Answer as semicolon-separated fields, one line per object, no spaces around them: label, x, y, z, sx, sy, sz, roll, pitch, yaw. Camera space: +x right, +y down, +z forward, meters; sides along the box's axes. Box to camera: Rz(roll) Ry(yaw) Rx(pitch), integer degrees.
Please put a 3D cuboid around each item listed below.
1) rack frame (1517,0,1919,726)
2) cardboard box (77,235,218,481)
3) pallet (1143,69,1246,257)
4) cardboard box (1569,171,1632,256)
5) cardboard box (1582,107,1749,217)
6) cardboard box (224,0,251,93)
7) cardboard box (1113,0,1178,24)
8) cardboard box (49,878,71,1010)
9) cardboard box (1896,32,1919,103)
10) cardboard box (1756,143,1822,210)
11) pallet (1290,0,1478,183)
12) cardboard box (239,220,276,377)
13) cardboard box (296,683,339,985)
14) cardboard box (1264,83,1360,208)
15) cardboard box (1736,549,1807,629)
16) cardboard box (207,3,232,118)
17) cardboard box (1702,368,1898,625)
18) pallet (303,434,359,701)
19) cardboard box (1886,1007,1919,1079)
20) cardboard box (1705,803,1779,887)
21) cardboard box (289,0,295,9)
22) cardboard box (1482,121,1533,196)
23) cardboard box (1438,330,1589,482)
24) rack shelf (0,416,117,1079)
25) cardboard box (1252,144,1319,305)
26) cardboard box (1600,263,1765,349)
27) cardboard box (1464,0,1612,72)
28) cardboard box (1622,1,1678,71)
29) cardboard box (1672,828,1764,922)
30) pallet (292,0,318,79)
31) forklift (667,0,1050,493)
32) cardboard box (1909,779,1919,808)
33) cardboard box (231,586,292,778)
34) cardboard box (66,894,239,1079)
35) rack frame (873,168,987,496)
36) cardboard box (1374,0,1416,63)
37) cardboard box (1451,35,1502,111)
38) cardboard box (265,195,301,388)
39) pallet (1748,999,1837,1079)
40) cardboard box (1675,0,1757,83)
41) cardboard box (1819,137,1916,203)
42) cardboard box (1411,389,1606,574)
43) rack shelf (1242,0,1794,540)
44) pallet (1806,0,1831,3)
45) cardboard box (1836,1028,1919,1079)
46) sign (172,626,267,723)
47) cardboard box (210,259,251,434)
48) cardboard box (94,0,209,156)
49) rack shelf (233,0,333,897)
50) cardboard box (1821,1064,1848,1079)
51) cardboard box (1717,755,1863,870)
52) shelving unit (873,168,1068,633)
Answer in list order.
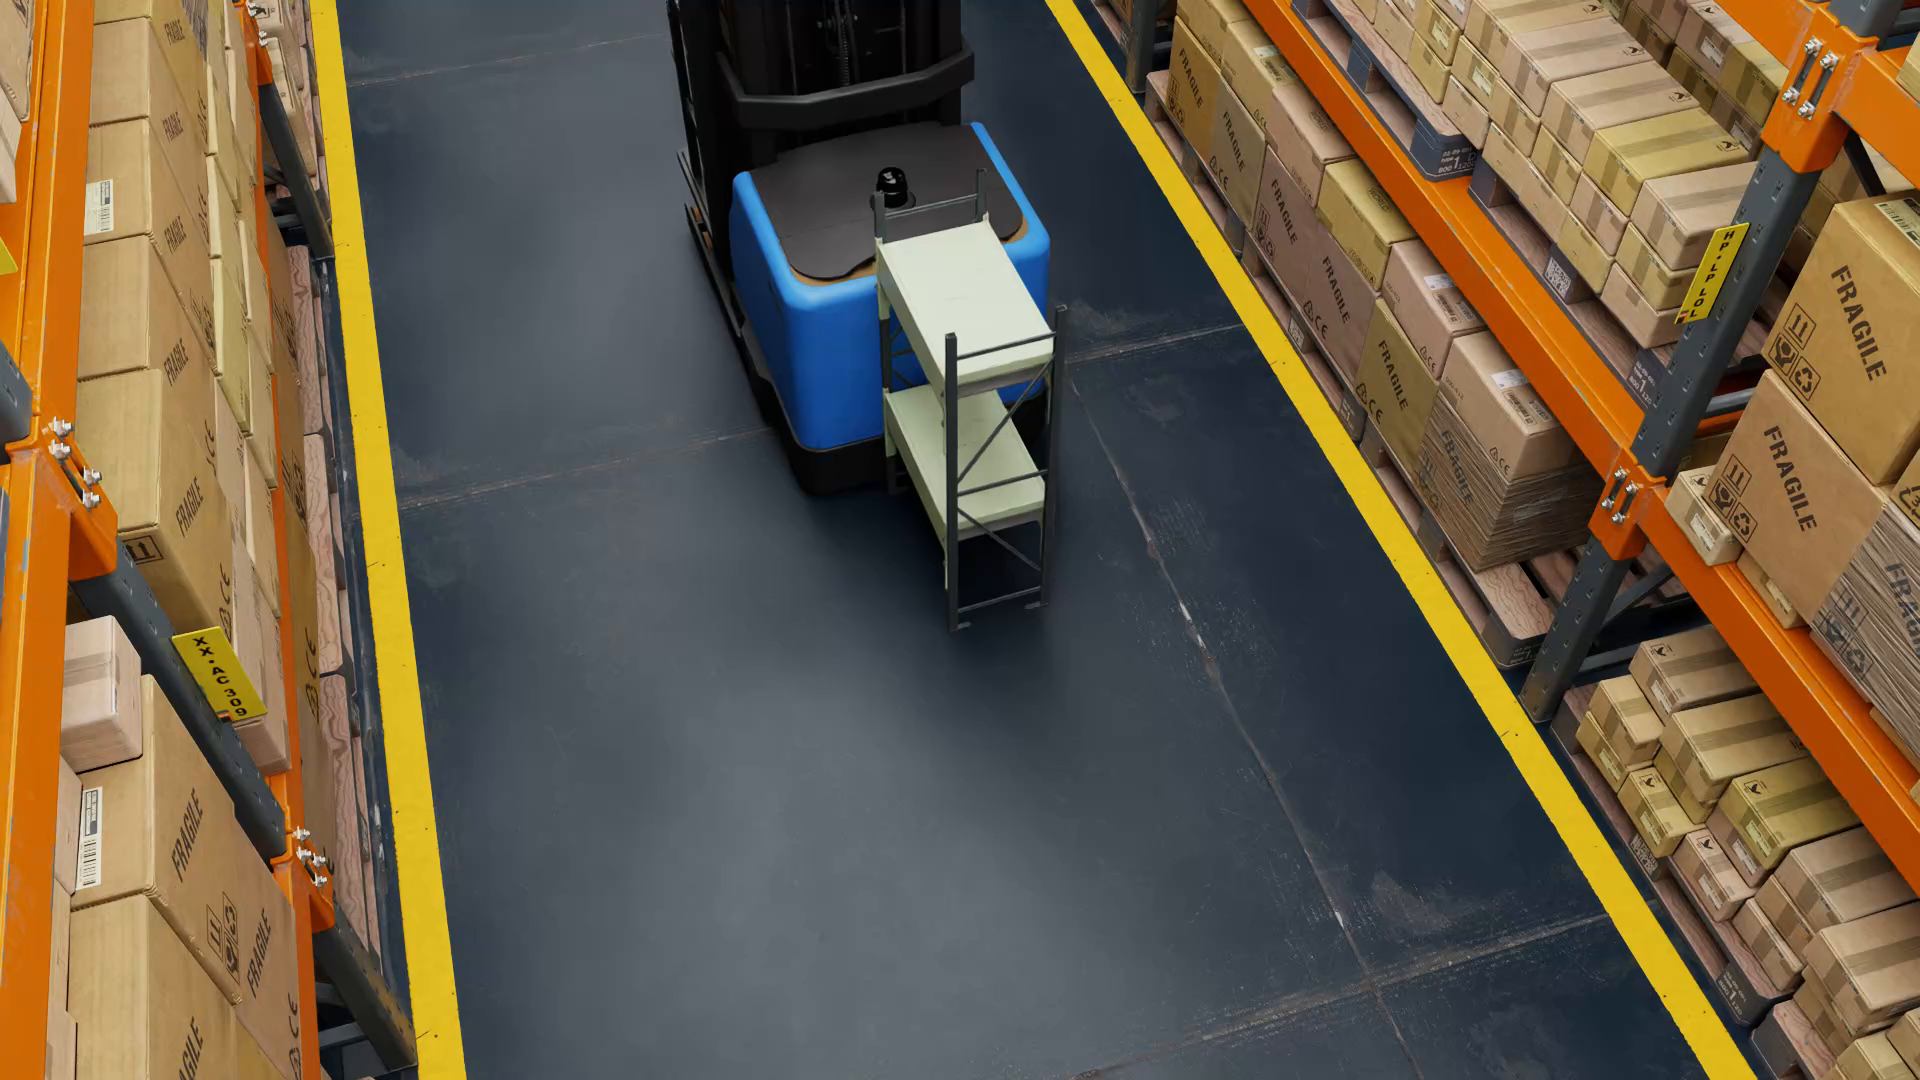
rack frame;2.523;-0.458;4.964;1.000;3.000;0.127;-13;51;-11
cardboard box;-2.208;-0.372;4.172;0.500;0.500;0.500;-14;51;-11
pallet;1.570;-1.910;8.012;1.003;0.211;1.213;-13;51;-11
cardboard box;2.137;-1.047;5.155;0.380;0.149;0.250;-13;51;-11
cardboard box;2.137;-1.150;5.048;0.380;0.149;0.250;-15;51;-12
cardboard box;-2.961;-1.828;6.217;0.500;0.250;0.500;-15;51;-12
cardboard box;1.246;-3.255;8.519;1.050;0.750;0.750;-14;51;-11
cardboard box;-1.742;0.725;2.823;0.380;0.149;0.250;-13;51;-11
cardboard box;2.408;-0.979;3.539;0.500;0.250;0.500;-11;51;-9
cardboard box;2.767;-1.189;5.275;0.380;0.149;0.250;-14;51;-12
pallet;1.964;-1.881;6.289;1.003;0.211;1.213;-13;51;-11
cardboard box;-2.484;-0.721;5.284;0.500;0.250;0.500;-14;51;-12
cardboard box;-2.436;0.849;4.977;0.875;0.875;0.875;-12;51;-10
cardboard box;1.597;-1.658;6.845;0.500;0.250;0.500;-13;51;-11
cardboard box;2.441;0.075;4.679;0.380;0.149;0.250;-12;51;-10
cardboard box;-2.818;-1.630;5.723;0.500;0.250;0.500;-14;51;-12
cardboard box;2.429;-0.168;4.459;0.500;0.500;0.500;-14;51;-12
pallet;-2.841;0.194;6.238;1.003;0.211;1.213;-13;51;-11
cardboard box;2.829;1.390;4.607;0.380;0.149;0.250;-15;52;-12
cardboard box;2.591;0.901;5.214;0.380;0.149;0.250;-14;51;-11
cardboard box;-3.961;-2.982;8.536;0.950;0.372;0.625;-12;51;-10
cardboard box;1.993;-1.313;5.575;0.380;0.149;0.250;-16;52;-13
cardboard box;2.061;-0.517;5.883;0.500;0.250;0.500;-15;51;-12
rack shelf;-1.585;1.460;1.855;1.077;0.370;4.000;-13;51;-11
cardboard box;1.614;-1.395;7.114;0.500;0.500;0.500;-14;51;-12
cardboard box;2.216;-0.758;5.106;0.380;0.149;0.250;-14;51;-12
cardboard box;1.916;-1.711;5.521;0.380;0.149;0.250;-15;51;-12
cardboard box;2.531;-1.764;5.760;0.380;0.149;0.250;-11;51;-10
cardboard box;2.525;1.028;5.301;0.380;0.149;0.250;-14;51;-11
pallet;-3.946;-2.749;8.719;1.003;0.211;1.213;-13;51;-11
forklift;-0.623;-2.287;6.550;1.130;2.935;3.031;-15;52;-12
cardboard box;2.657;0.657;4.188;0.380;0.149;0.250;-12;51;-10
cardboard box;-2.054;0.402;4.337;0.500;0.250;0.500;-14;51;-12
cardboard box;-1.630;1.035;2.986;0.500;0.500;0.500;-14;51;-12
rack frame;-0.100;-0.720;6.166;0.400;1.500;0.023;-15;52;-12
cardboard box;1.749;-1.904;6.072;0.380;0.149;0.250;-15;51;-12
cardboard box;1.906;-1.618;5.637;0.380;0.149;0.250;-16;52;-13
cardboard box;-3.234;-1.114;6.632;0.875;0.875;0.875;-14;51;-11
pallet;3.120;1.816;4.871;1.003;0.211;1.213;-13;51;-11
cardboard box;2.613;-1.669;5.485;0.380;0.149;0.250;-14;51;-11
cardboard box;2.846;-1.096;5.002;0.380;0.149;0.250;-11;51;-9
cardboard box;2.063;-0.272;6.167;0.500;0.500;0.500;-14;51;-12
rack shelf;1.931;-1.687;6.471;1.077;0.370;4.000;-13;51;-11
pallet;2.442;-1.840;4.290;1.213;0.211;1.003;-13;51;-11
cardboard box;2.741;1.503;4.706;0.380;0.149;0.250;-14;51;-11
sign;-1.646;0.303;3.704;0.100;0.325;0.005;-13;51;-11
cardboard box;-2.342;-0.512;4.781;0.500;0.250;0.500;-13;51;-11
cardboard box;-2.656;-1.486;5.111;0.500;0.500;0.500;-13;51;-11
rack shelf;-2.767;-0.494;5.465;1.077;0.370;4.000;-13;51;-11
cardboard box;2.746;1.602;4.817;0.380;0.149;0.250;-15;51;-12
cardboard box;2.573;0.820;5.087;0.380;0.149;0.250;-14;51;-11
shelving unit;0.022;-0.457;5.944;0.431;1.500;0.755;-15;52;-12
